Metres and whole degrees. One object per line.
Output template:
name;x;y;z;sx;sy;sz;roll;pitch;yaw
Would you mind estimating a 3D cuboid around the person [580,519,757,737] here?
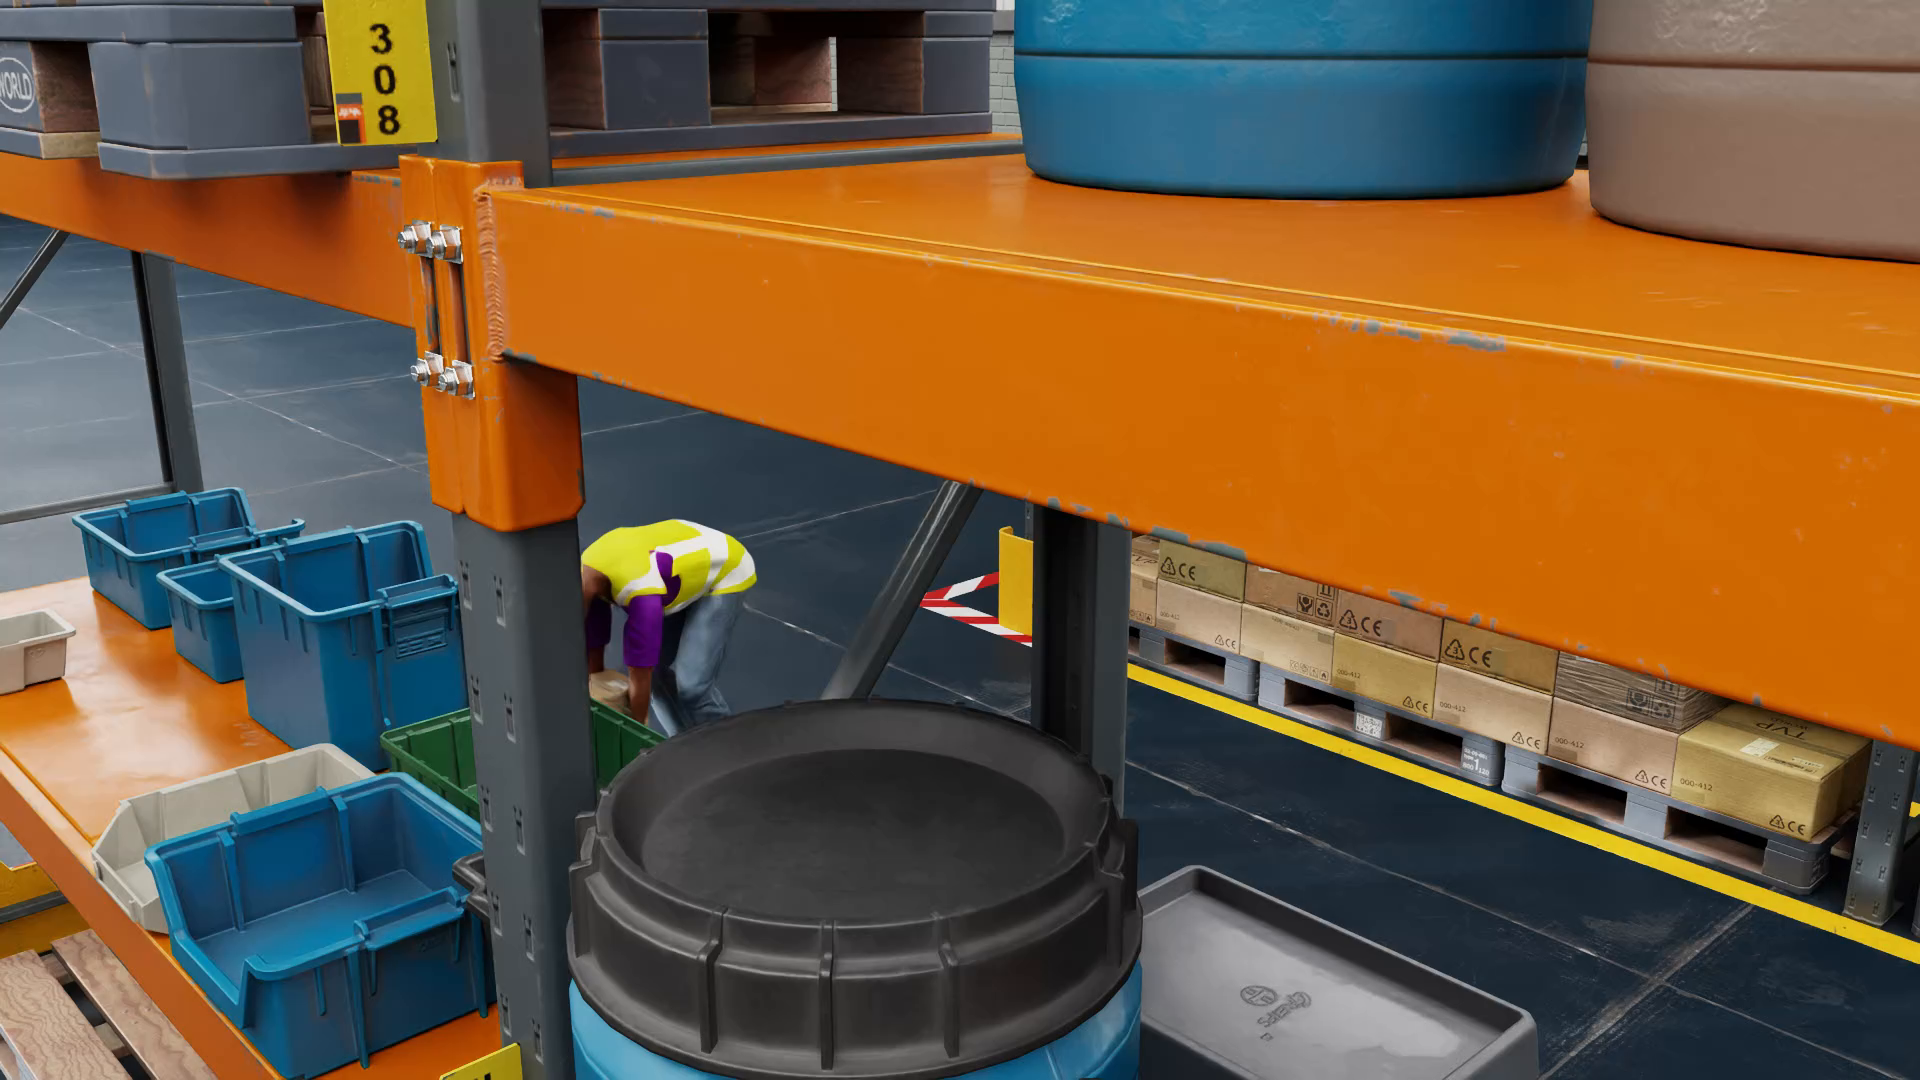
person;-1.235;0.499;6.482;0.477;1.119;0.979;16;23;42
